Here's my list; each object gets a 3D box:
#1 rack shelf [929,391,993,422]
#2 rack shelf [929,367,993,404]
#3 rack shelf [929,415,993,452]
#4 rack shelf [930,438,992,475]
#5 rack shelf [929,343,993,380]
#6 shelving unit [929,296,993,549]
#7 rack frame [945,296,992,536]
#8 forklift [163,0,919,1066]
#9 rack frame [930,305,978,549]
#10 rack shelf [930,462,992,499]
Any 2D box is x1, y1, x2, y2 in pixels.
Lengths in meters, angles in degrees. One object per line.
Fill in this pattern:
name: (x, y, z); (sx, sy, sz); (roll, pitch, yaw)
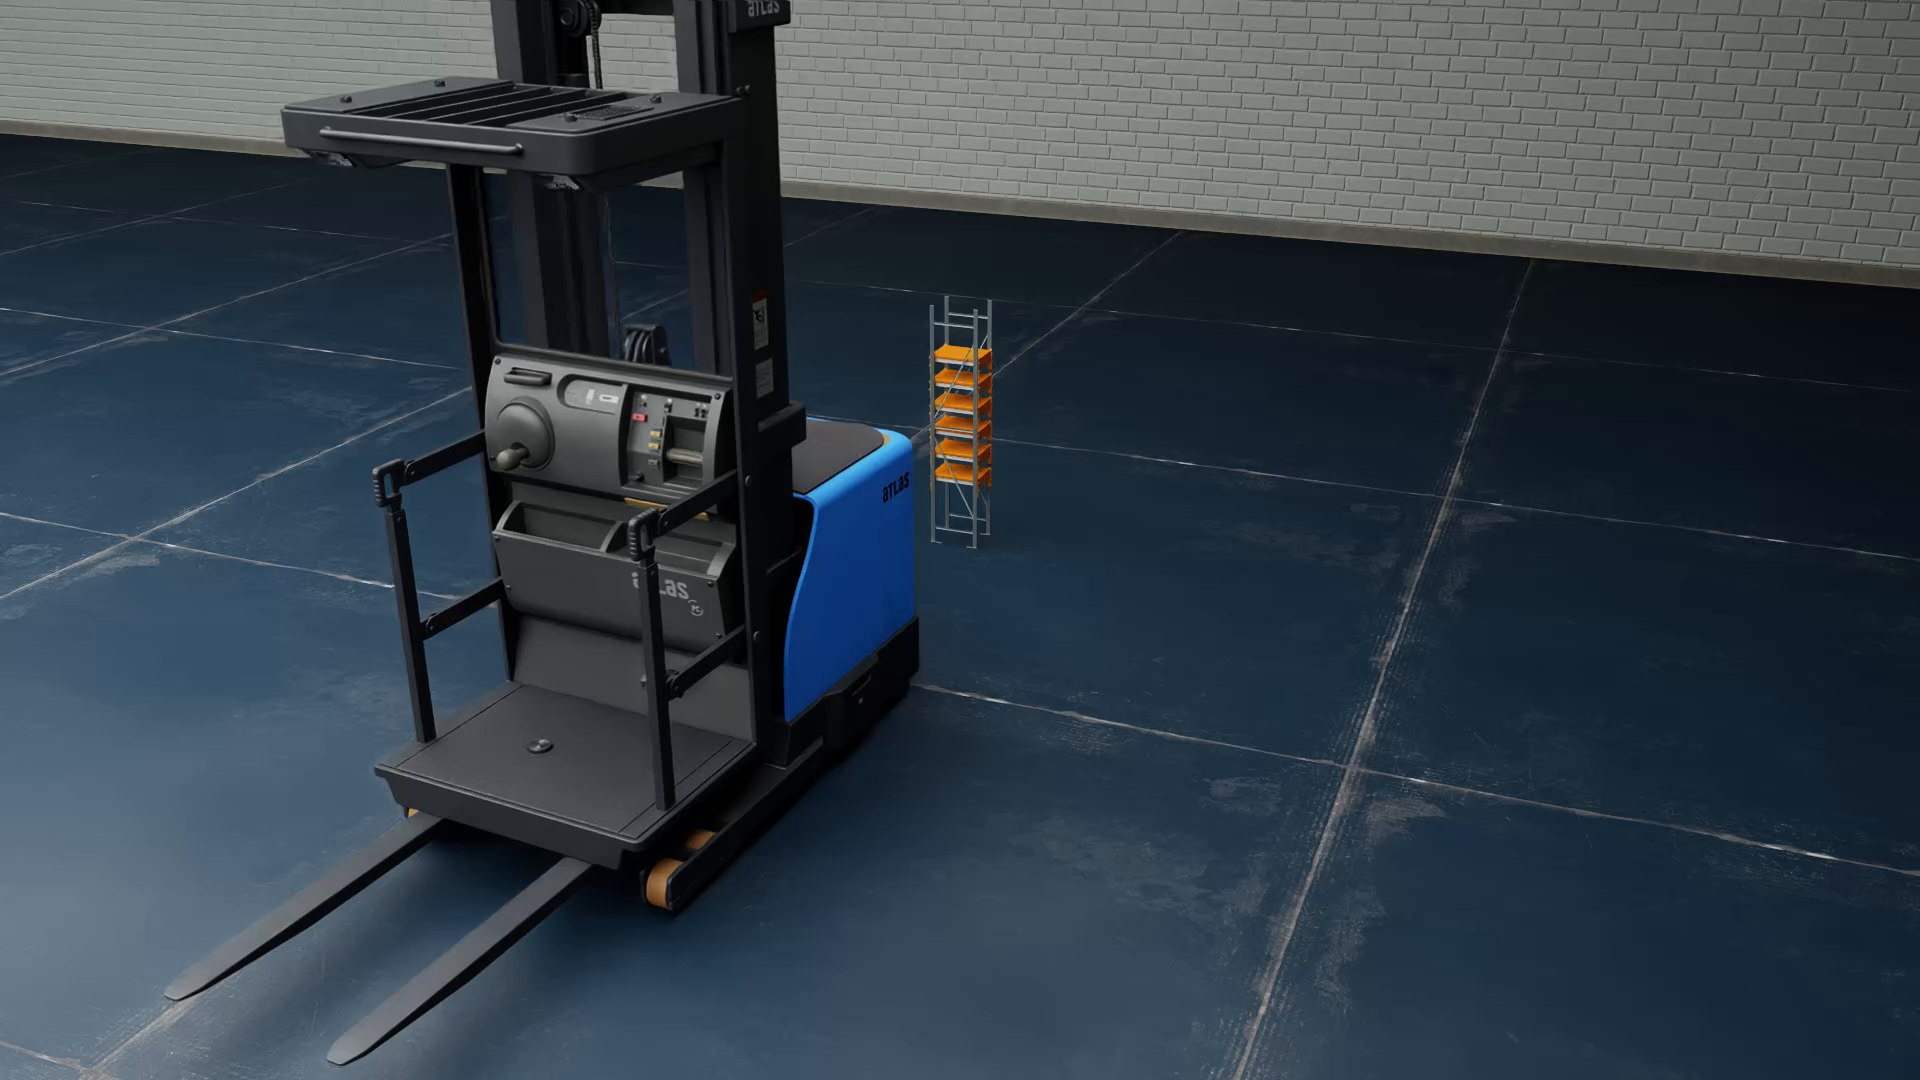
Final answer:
rack shelf: (0.005, -0.629, 8.002); (0.258, 0.103, 0.180); (9, 24, 20)
rack shelf: (0.005, -0.739, 7.956); (0.258, 0.103, 0.180); (9, 24, 20)
rack shelf: (0.005, -0.518, 8.048); (0.258, 0.103, 0.180); (9, 24, 20)
rack shelf: (0.005, -0.407, 8.095); (0.258, 0.103, 0.180); (9, 24, 20)
rack shelf: (0.005, -0.850, 7.910); (0.258, 0.103, 0.180); (9, 24, 20)
shelving unit: (0.005, -0.559, 8.031); (0.258, 1.200, 0.189); (9, 24, 20)
rack frame: (0.039, -0.592, 8.110); (0.240, 1.200, 0.006); (9, 24, 20)
forklift: (-1.264, -0.348, 5.280); (1.130, 2.935, 3.031); (11, 25, 24)
rack frame: (-0.029, -0.526, 7.953); (0.240, 1.200, 0.006); (9, 24, 20)
rack shelf: (0.005, -0.296, 8.141); (0.258, 0.103, 0.180); (9, 24, 20)
